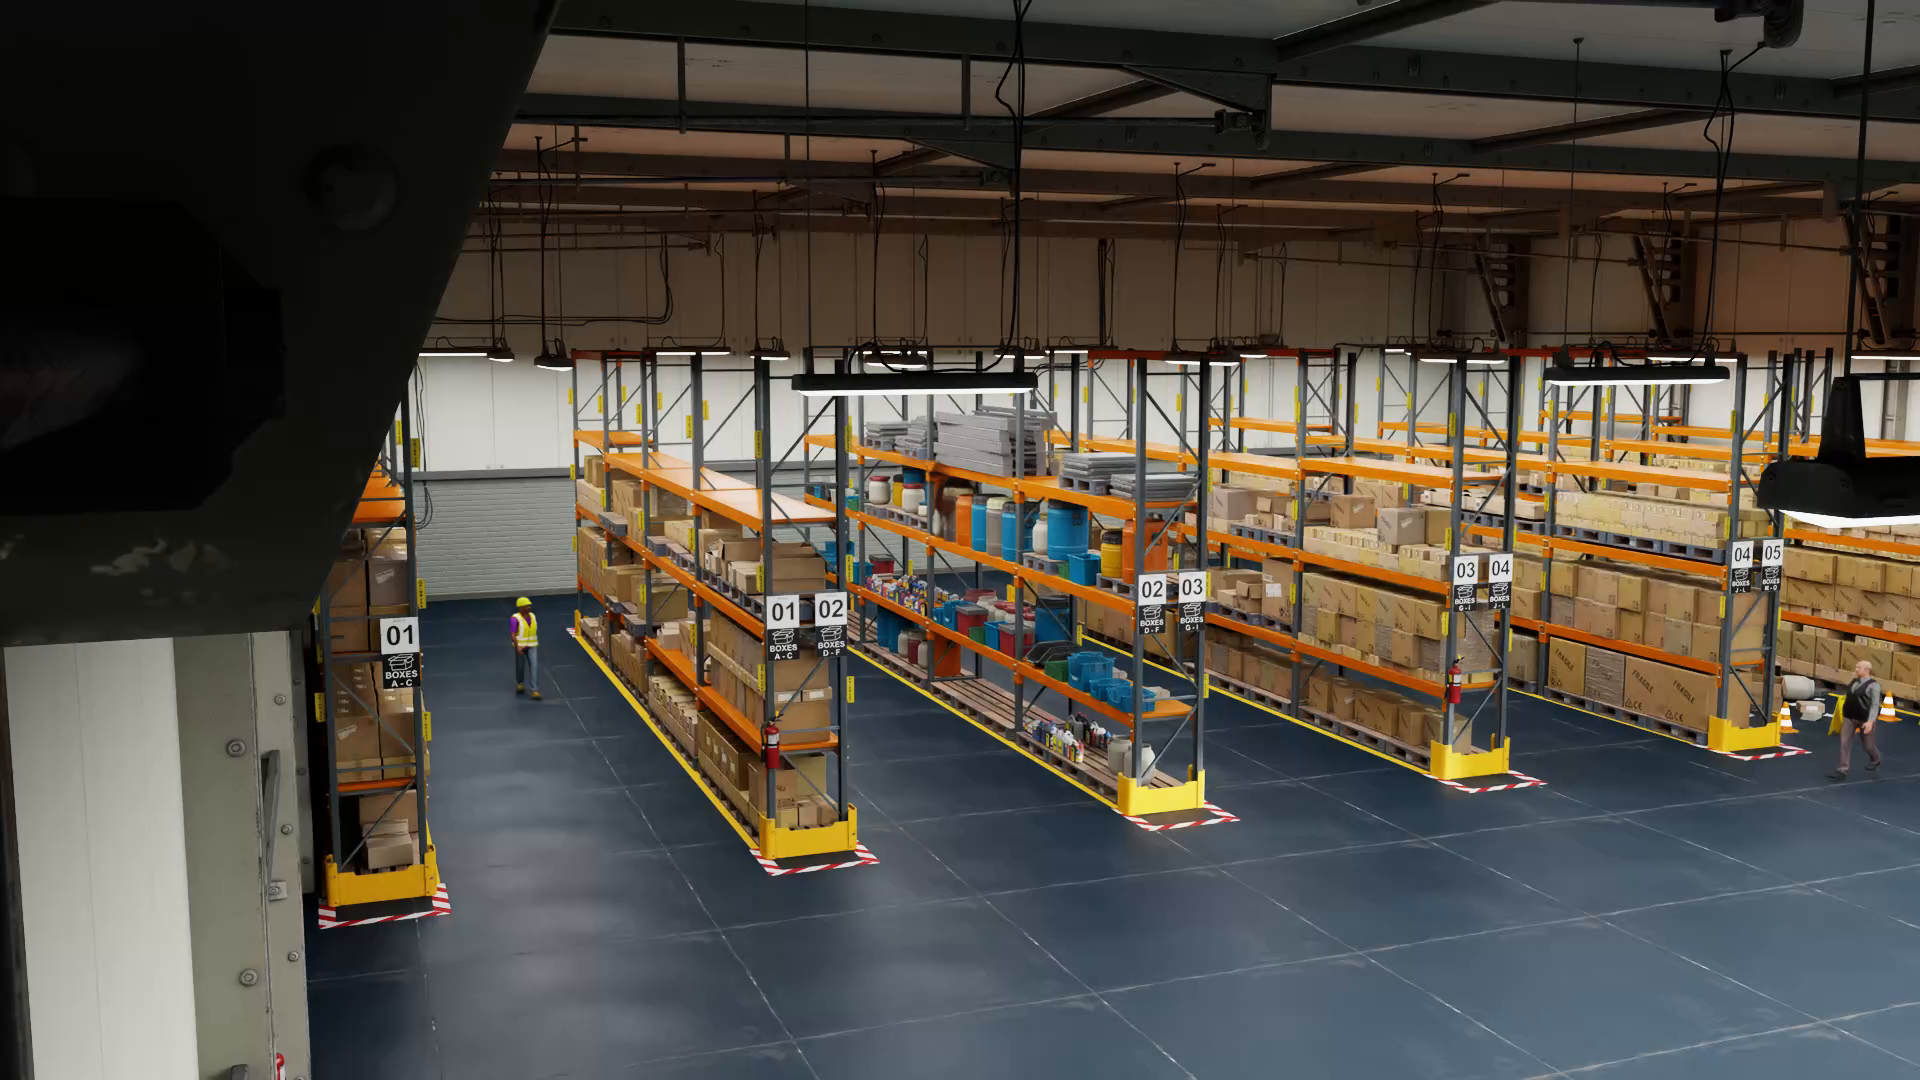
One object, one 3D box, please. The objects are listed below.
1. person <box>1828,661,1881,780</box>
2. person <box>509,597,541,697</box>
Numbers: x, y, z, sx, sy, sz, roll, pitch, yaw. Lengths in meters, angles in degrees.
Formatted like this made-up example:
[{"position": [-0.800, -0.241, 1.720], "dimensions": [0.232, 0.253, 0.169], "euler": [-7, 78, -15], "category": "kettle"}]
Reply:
[{"position": [12.835, 2.659, 23.697], "dimensions": [0.980, 1.495, 0.504], "euler": [-7, 10, -43], "category": "person"}, {"position": [-7.607, 1.866, 29.049], "dimensions": [0.506, 1.727, 0.995], "euler": [-3, 8, -23], "category": "person"}]
